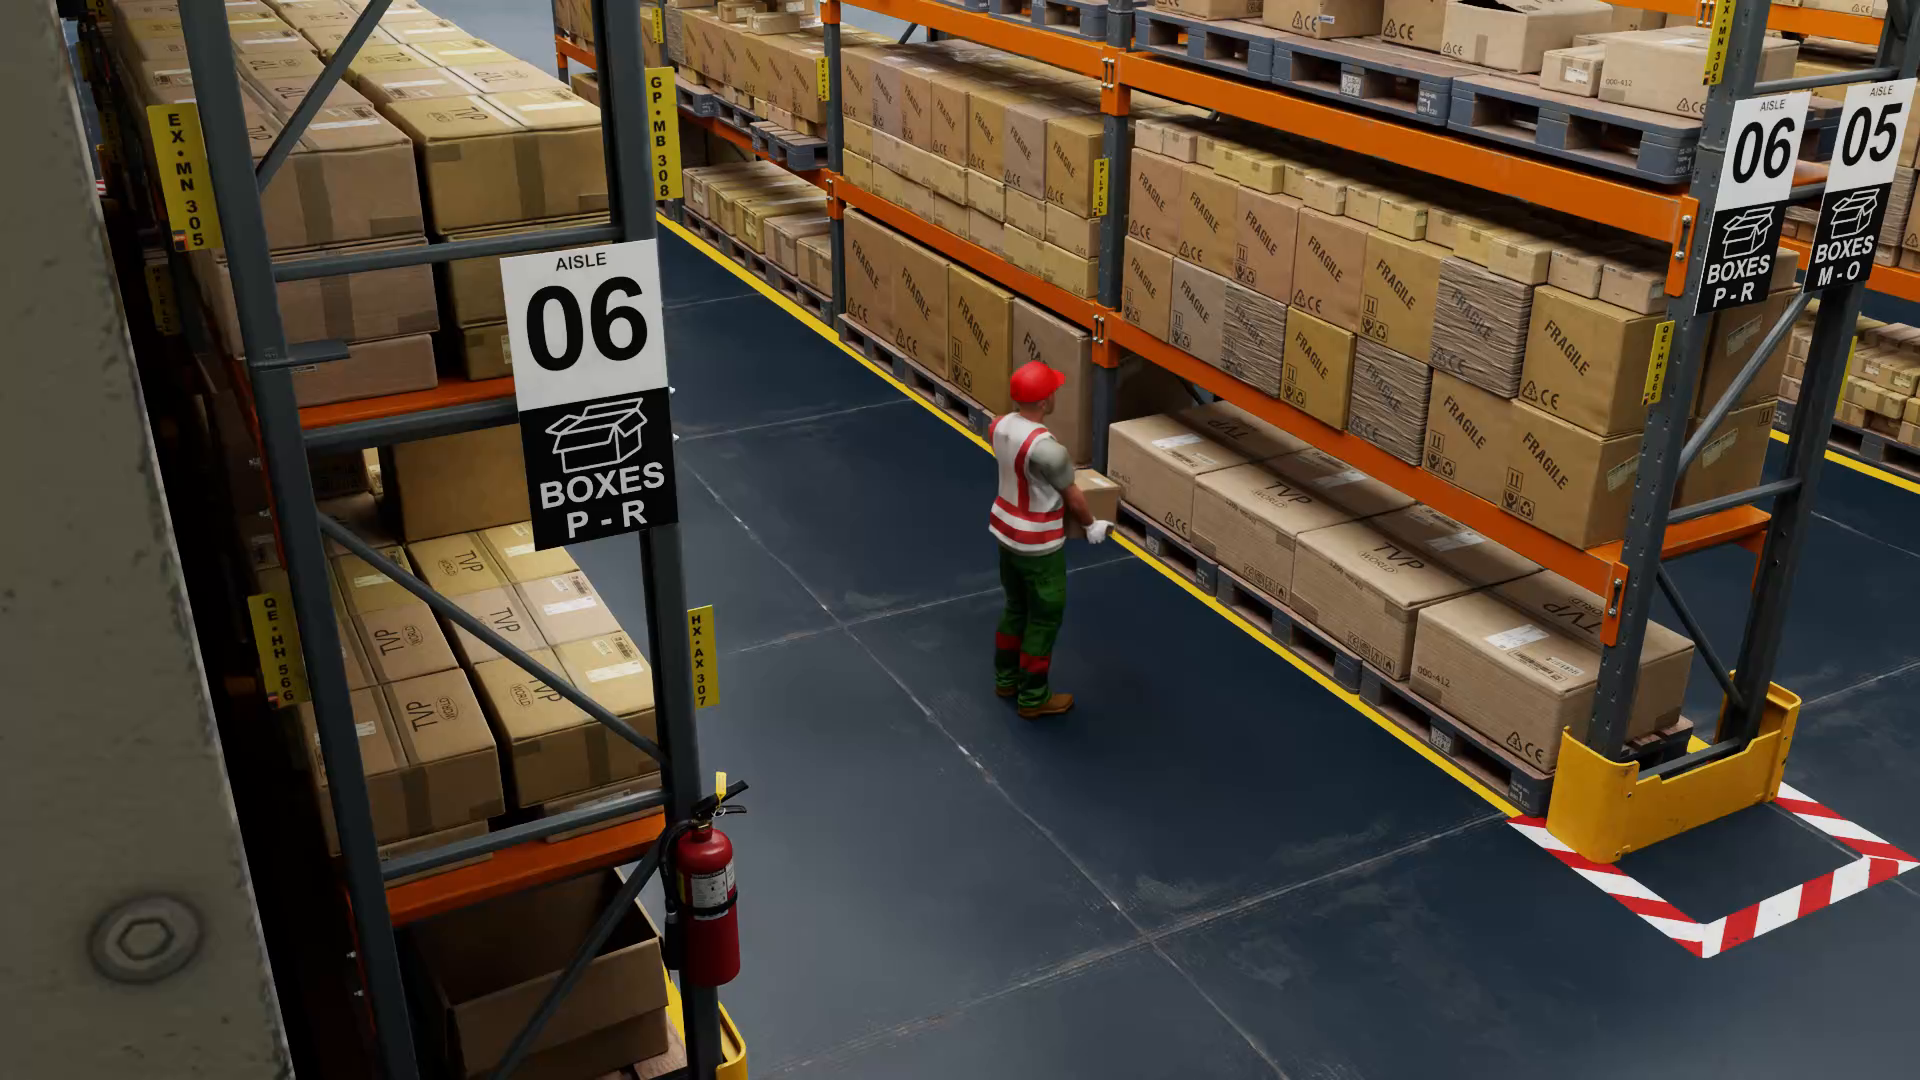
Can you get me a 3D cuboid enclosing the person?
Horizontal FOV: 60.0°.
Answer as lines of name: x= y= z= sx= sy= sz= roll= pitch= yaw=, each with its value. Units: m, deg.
person: x=0.347 y=-0.008 z=8.005 sx=0.451 sy=1.778 sz=0.611 roll=-15 pitch=29 yaw=-28
